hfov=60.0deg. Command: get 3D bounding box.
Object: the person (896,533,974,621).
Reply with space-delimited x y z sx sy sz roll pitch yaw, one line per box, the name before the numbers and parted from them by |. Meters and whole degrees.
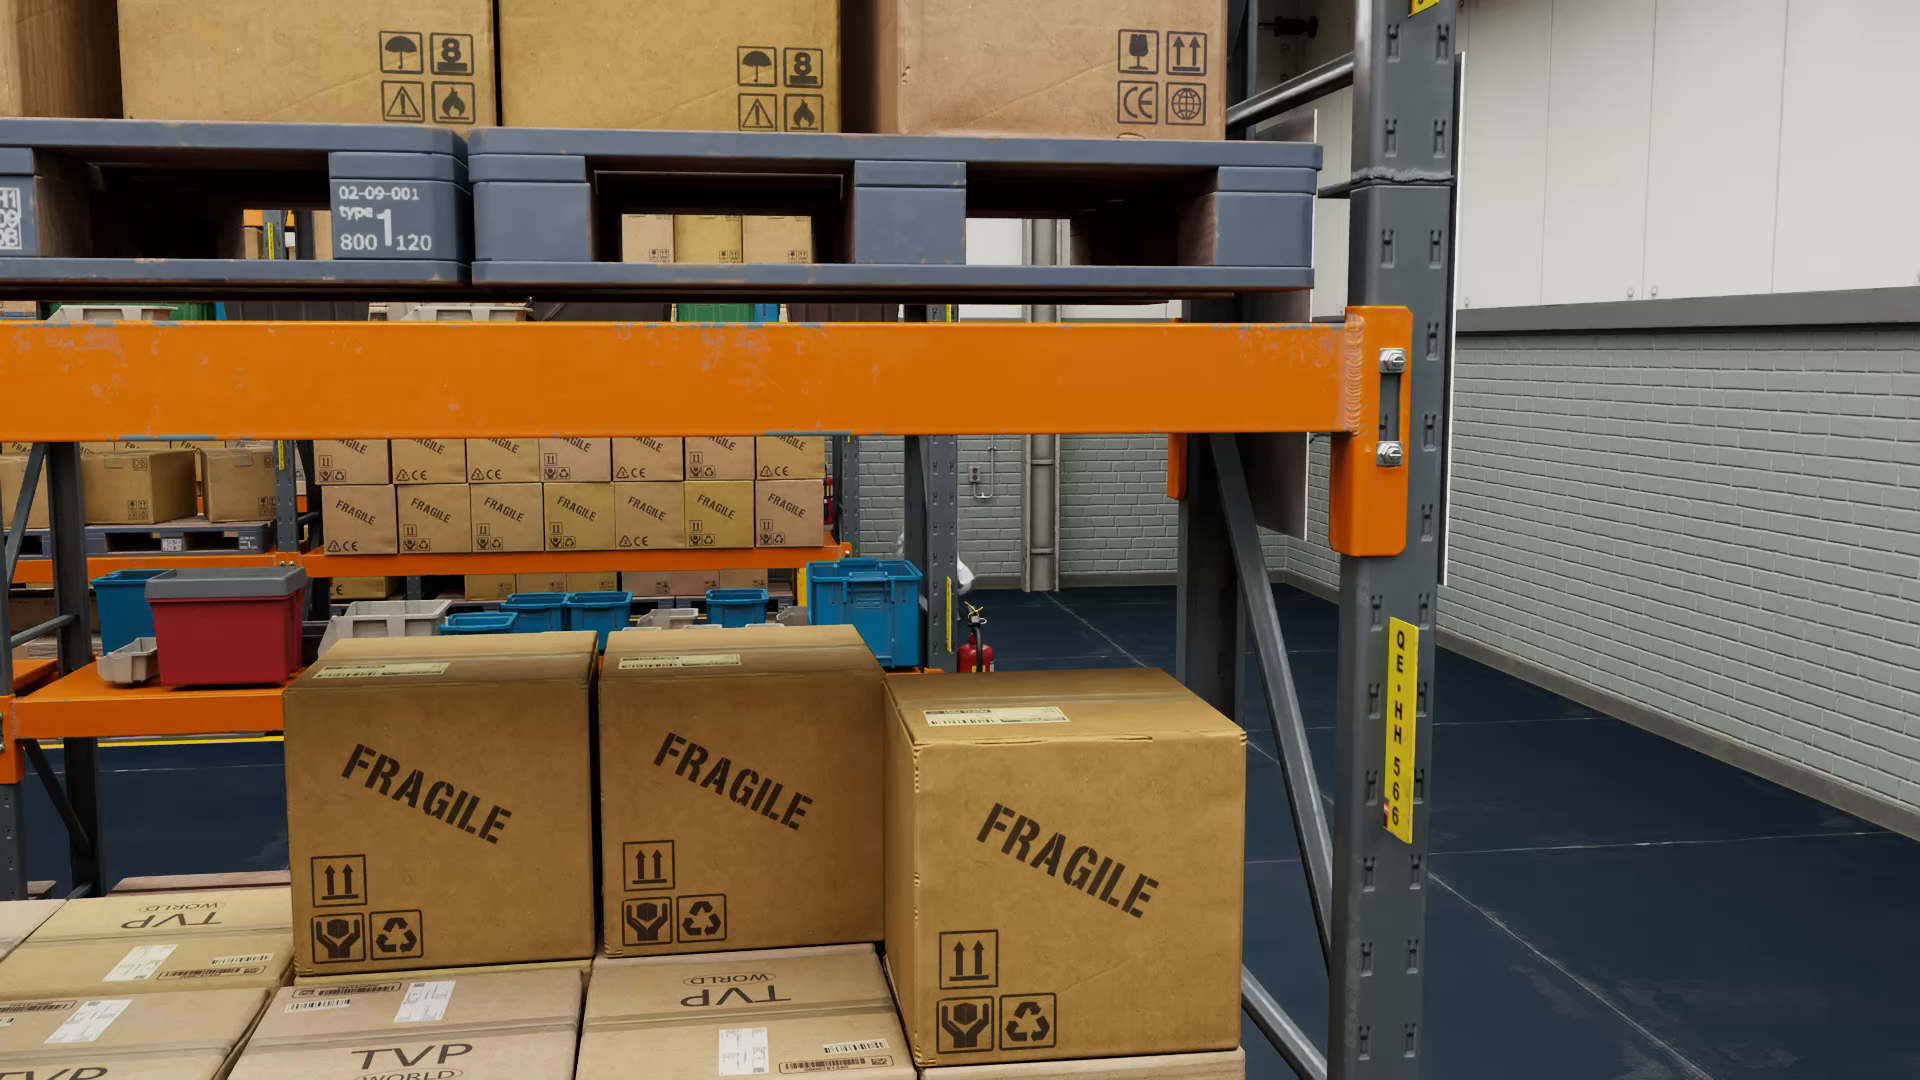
person | -0.286 0.367 16.900 0.849 0.934 0.529 -1 7 -9
